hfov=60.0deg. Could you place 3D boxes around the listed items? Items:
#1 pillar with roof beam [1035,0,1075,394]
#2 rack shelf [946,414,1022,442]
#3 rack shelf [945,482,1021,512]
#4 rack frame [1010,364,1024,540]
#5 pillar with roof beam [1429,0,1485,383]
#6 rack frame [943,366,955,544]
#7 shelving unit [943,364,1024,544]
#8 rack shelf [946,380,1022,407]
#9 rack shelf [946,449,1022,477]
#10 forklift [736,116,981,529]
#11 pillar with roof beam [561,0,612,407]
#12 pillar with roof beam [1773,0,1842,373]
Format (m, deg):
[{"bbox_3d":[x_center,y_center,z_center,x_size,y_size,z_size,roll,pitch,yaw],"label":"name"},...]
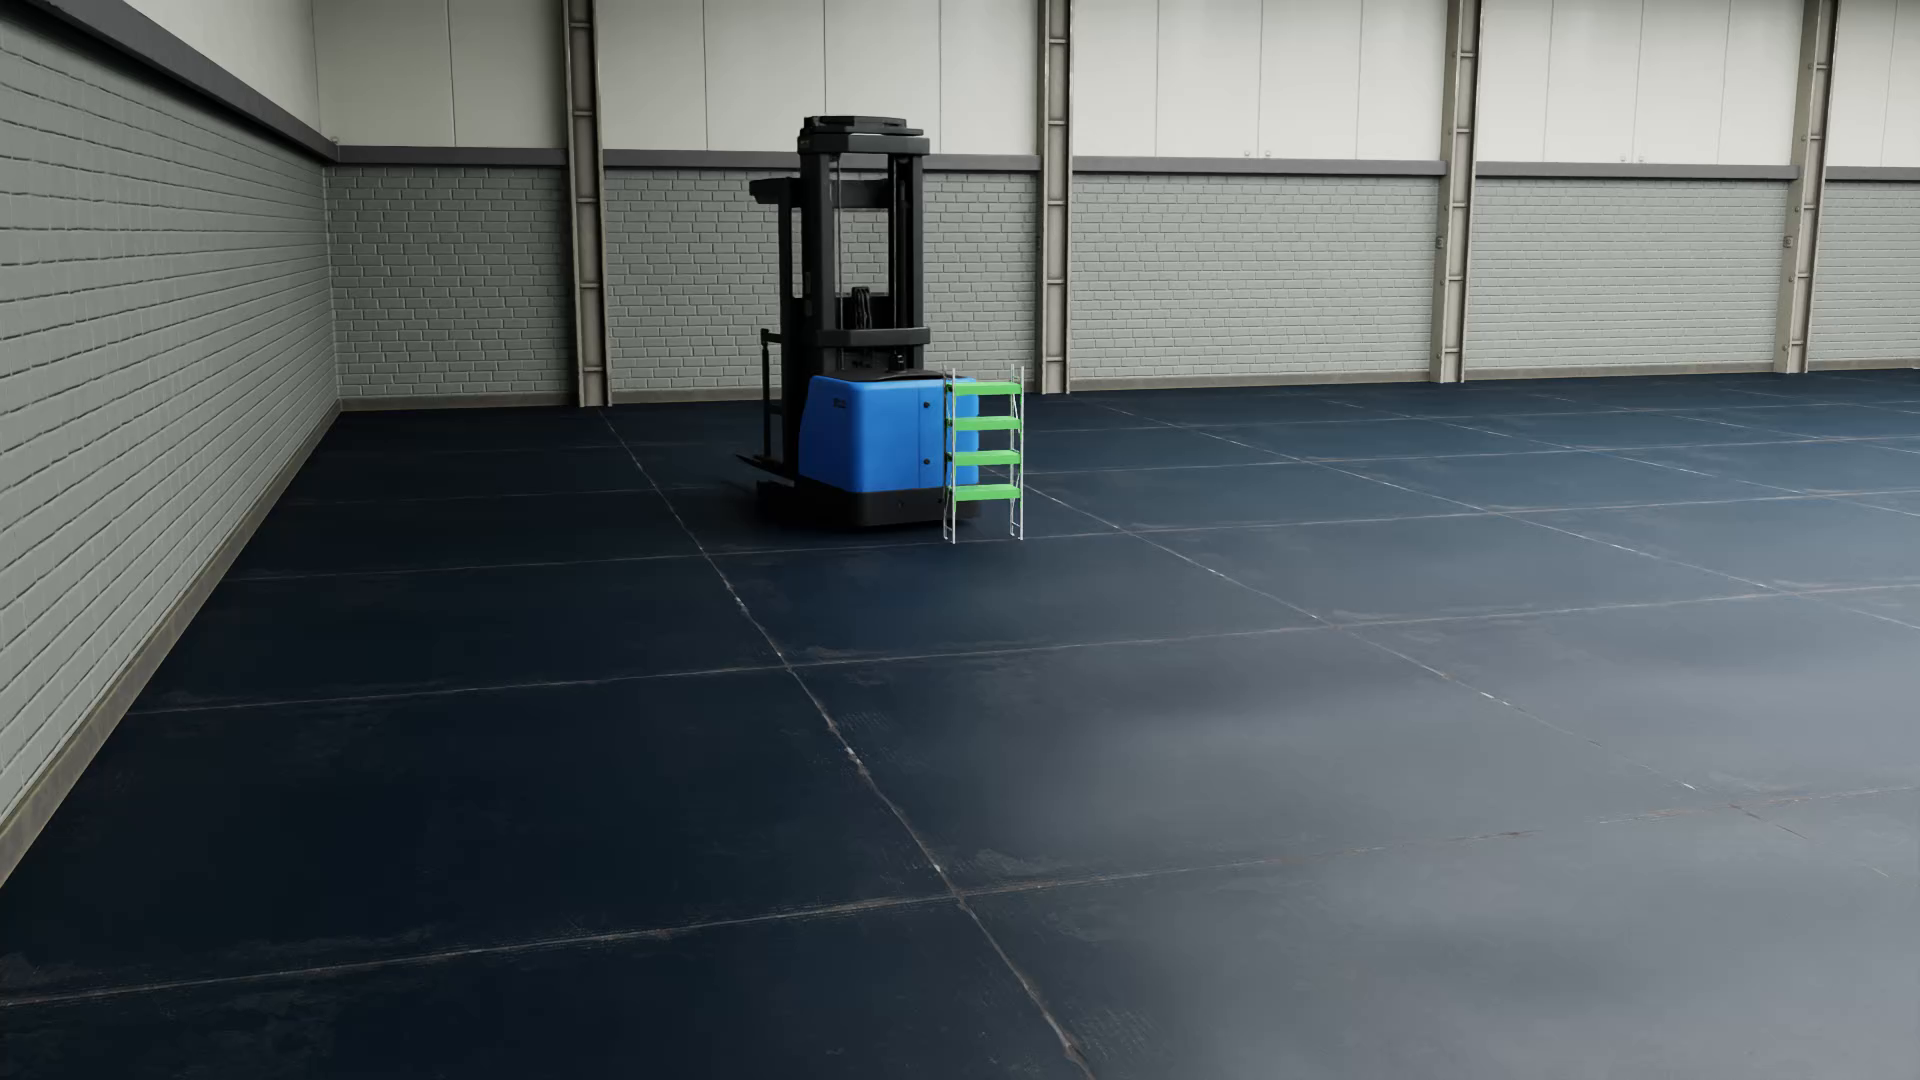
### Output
[{"bbox_3d":[2.437,-5.652,17.391,0.400,9.000,9.100,-3,11,-16],"label":"pillar with roof beam"},{"bbox_3d":[0.159,-0.772,11.451,0.480,0.148,0.258,-3,11,-16],"label":"rack shelf"},{"bbox_3d":[0.159,-0.300,11.538,0.480,0.148,0.258,-3,11,-16],"label":"rack shelf"},{"bbox_3d":[0.393,-0.611,11.550,0.015,1.200,0.240,-3,11,-16],"label":"rack frame"},{"bbox_3d":[8.198,-5.955,19.040,0.400,9.000,9.100,-3,11,-16],"label":"pillar with roof beam"},{"bbox_3d":[-0.075,-0.586,11.416,0.015,1.200,0.240,-3,11,-16],"label":"rack frame"},{"bbox_3d":[0.159,-0.598,11.483,0.503,1.200,0.258,-3,11,-16],"label":"shelving unit"},{"bbox_3d":[0.159,-1.008,11.408,0.480,0.148,0.258,-3,11,-16],"label":"rack shelf"},{"bbox_3d":[0.159,-0.536,11.495,0.480,0.148,0.258,-3,11,-16],"label":"rack shelf"},{"bbox_3d":[-0.959,-1.745,12.930,1.130,2.935,3.031,-5,12,-26],"label":"forklift"},{"bbox_3d":[-3.324,-5.348,15.742,0.400,9.000,9.100,-3,11,-16],"label":"pillar with roof beam"},{"bbox_3d":[13.959,-6.259,20.689,0.400,9.000,9.100,-3,11,-16],"label":"pillar with roof beam"}]
